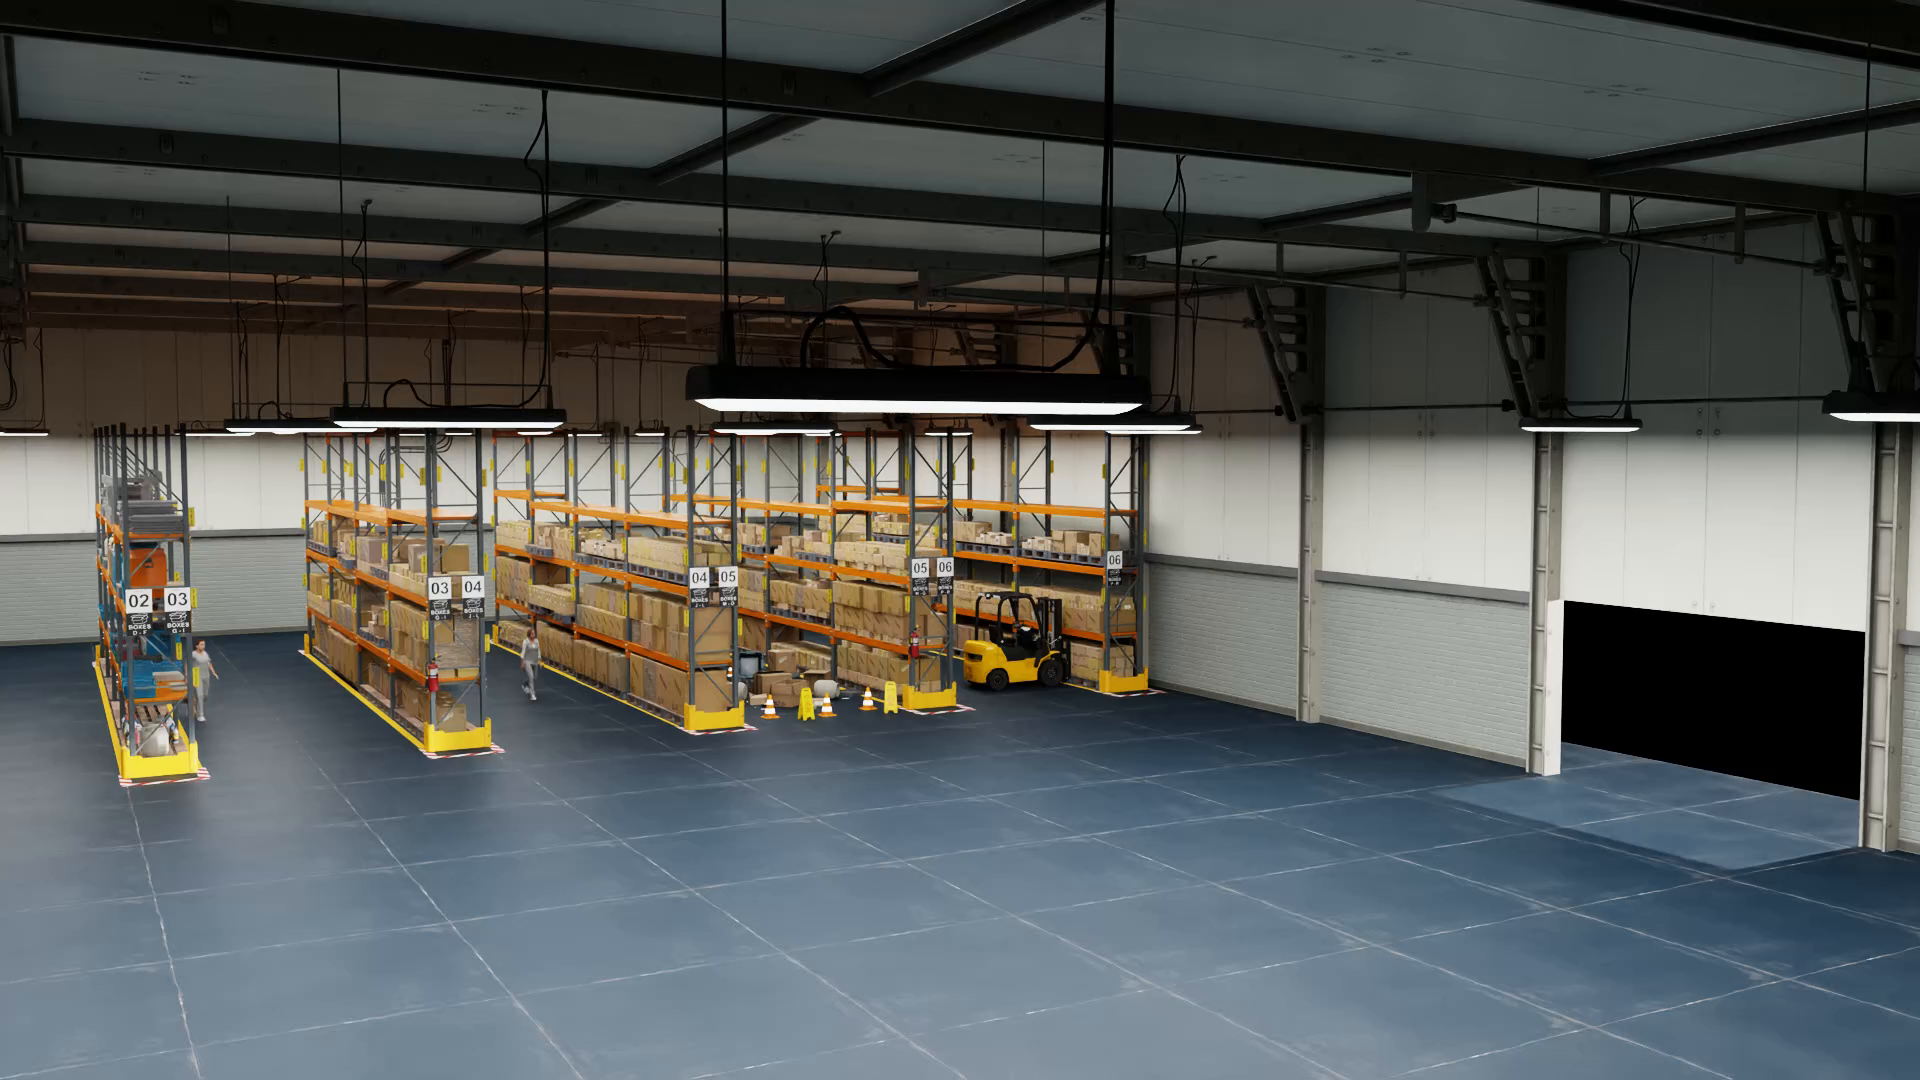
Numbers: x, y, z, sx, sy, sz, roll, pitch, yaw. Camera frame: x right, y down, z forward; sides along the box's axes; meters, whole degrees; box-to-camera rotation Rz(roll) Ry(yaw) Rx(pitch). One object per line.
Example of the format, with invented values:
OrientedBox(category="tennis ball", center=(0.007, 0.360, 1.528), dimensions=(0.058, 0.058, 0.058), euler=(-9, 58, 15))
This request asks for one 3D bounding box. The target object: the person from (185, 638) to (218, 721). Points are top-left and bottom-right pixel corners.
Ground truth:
OrientedBox(category="person", center=(-15.514, 2.834, 33.951), dimensions=(0.765, 1.665, 0.554), euler=(2, 4, 34))

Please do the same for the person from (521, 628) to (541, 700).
OrientedBox(category="person", center=(-9.507, 2.738, 36.776), dimensions=(0.912, 1.503, 0.430), euler=(3, 5, 43))
